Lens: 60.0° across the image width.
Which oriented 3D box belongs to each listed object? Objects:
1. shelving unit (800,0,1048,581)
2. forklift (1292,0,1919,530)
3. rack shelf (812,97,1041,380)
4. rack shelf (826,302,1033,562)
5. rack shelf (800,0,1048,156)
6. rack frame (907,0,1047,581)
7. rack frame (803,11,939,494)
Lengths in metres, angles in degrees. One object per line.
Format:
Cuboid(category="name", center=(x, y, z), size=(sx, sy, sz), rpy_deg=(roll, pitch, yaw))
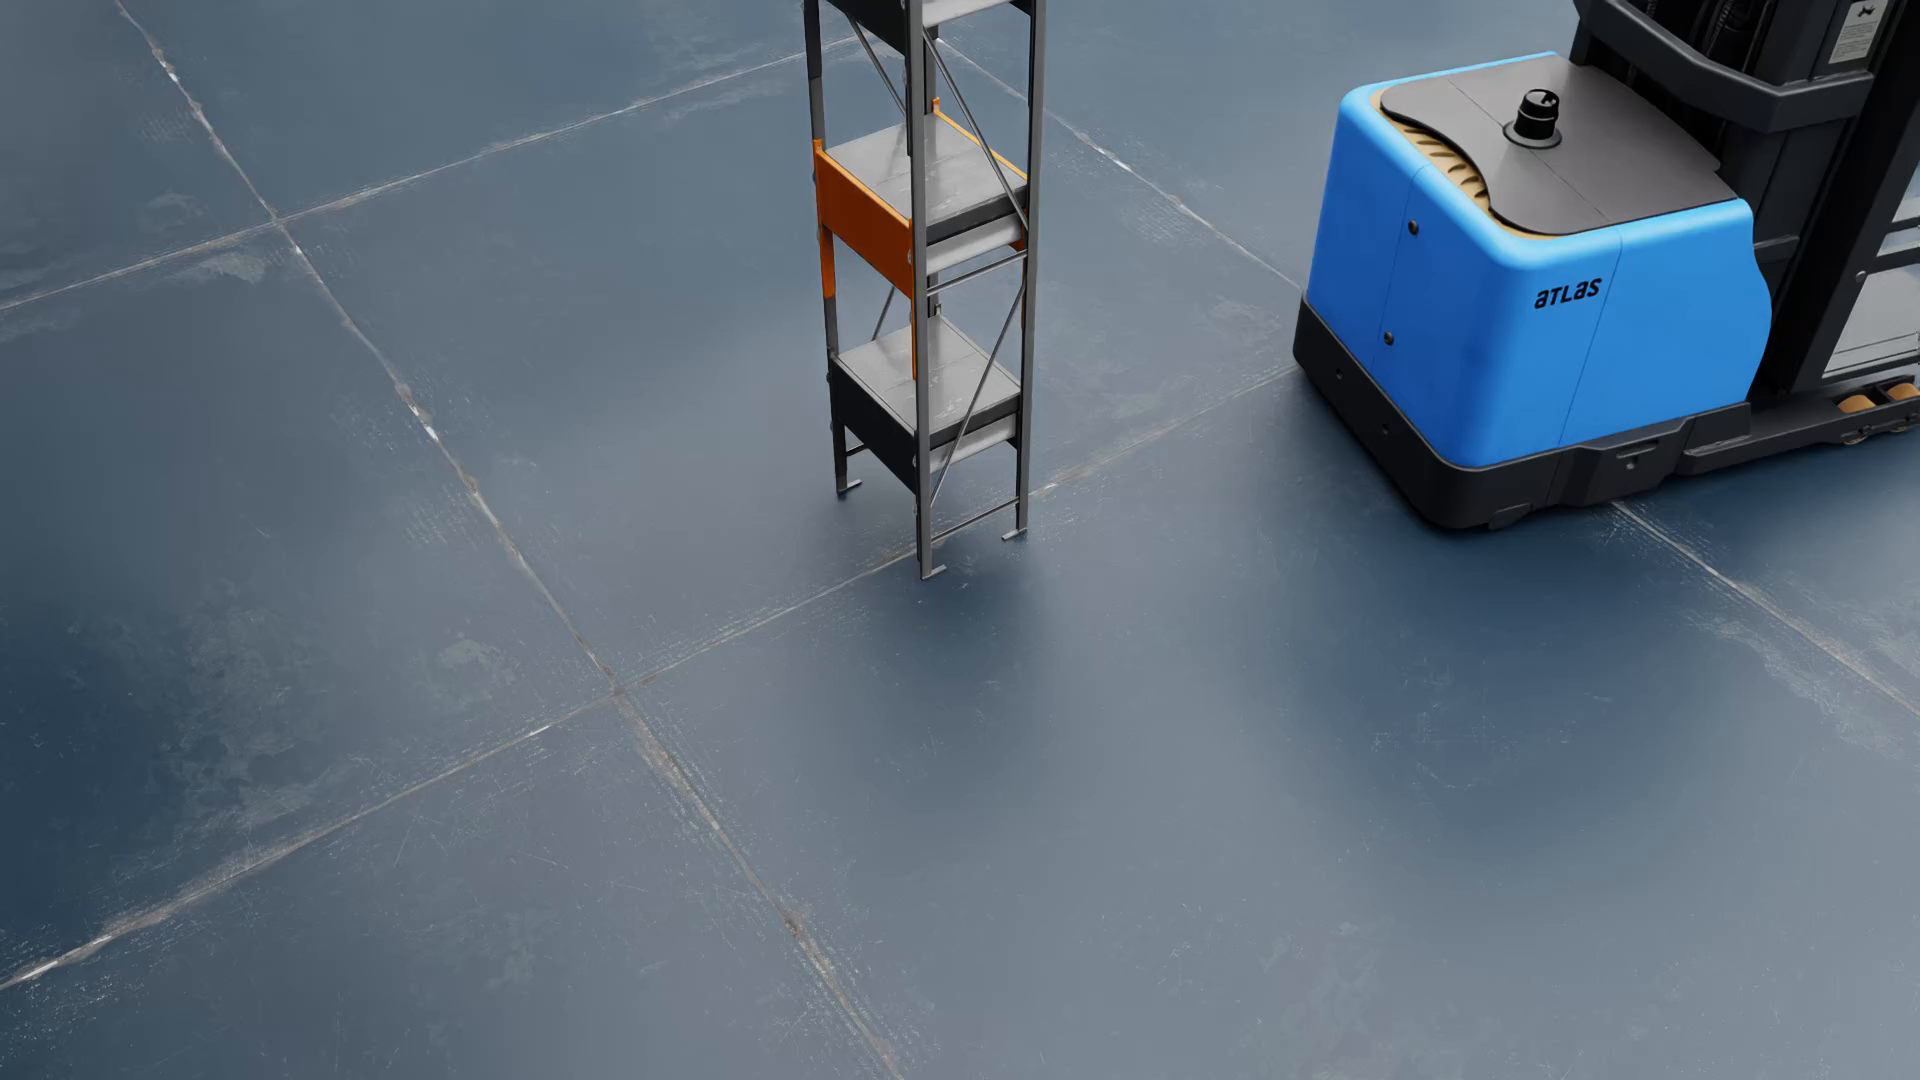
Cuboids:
Cuboid(category="shelving unit", center=(-0.095, -0.853, 4.623), size=(0.431, 2.100, 0.503), rpy_deg=(-26, 49, -24))
Cuboid(category="forklift", center=(2.739, -1.711, 4.920), size=(3.031, 2.935, 1.130), rpy_deg=(-14, 45, -14))
Cuboid(category="rack shelf", center=(-0.095, -0.843, 4.633), size=(0.431, 0.518, 0.480), rpy_deg=(-26, 49, -24))
Cuboid(category="rack shelf", center=(-0.095, -0.337, 5.116), size=(0.431, 0.518, 0.480), rpy_deg=(-26, 49, -24))
Cuboid(category="rack shelf", center=(-0.095, -1.350, 4.149), size=(0.431, 0.518, 0.480), rpy_deg=(-26, 49, -24))
Cuboid(category="rack frame", center=(0.045, -0.715, 4.478), size=(0.400, 2.100, 0.015), rpy_deg=(-26, 49, -24))
Cuboid(category="rack frame", center=(-0.234, -0.991, 4.768), size=(0.400, 2.100, 0.015), rpy_deg=(-26, 49, -24))
